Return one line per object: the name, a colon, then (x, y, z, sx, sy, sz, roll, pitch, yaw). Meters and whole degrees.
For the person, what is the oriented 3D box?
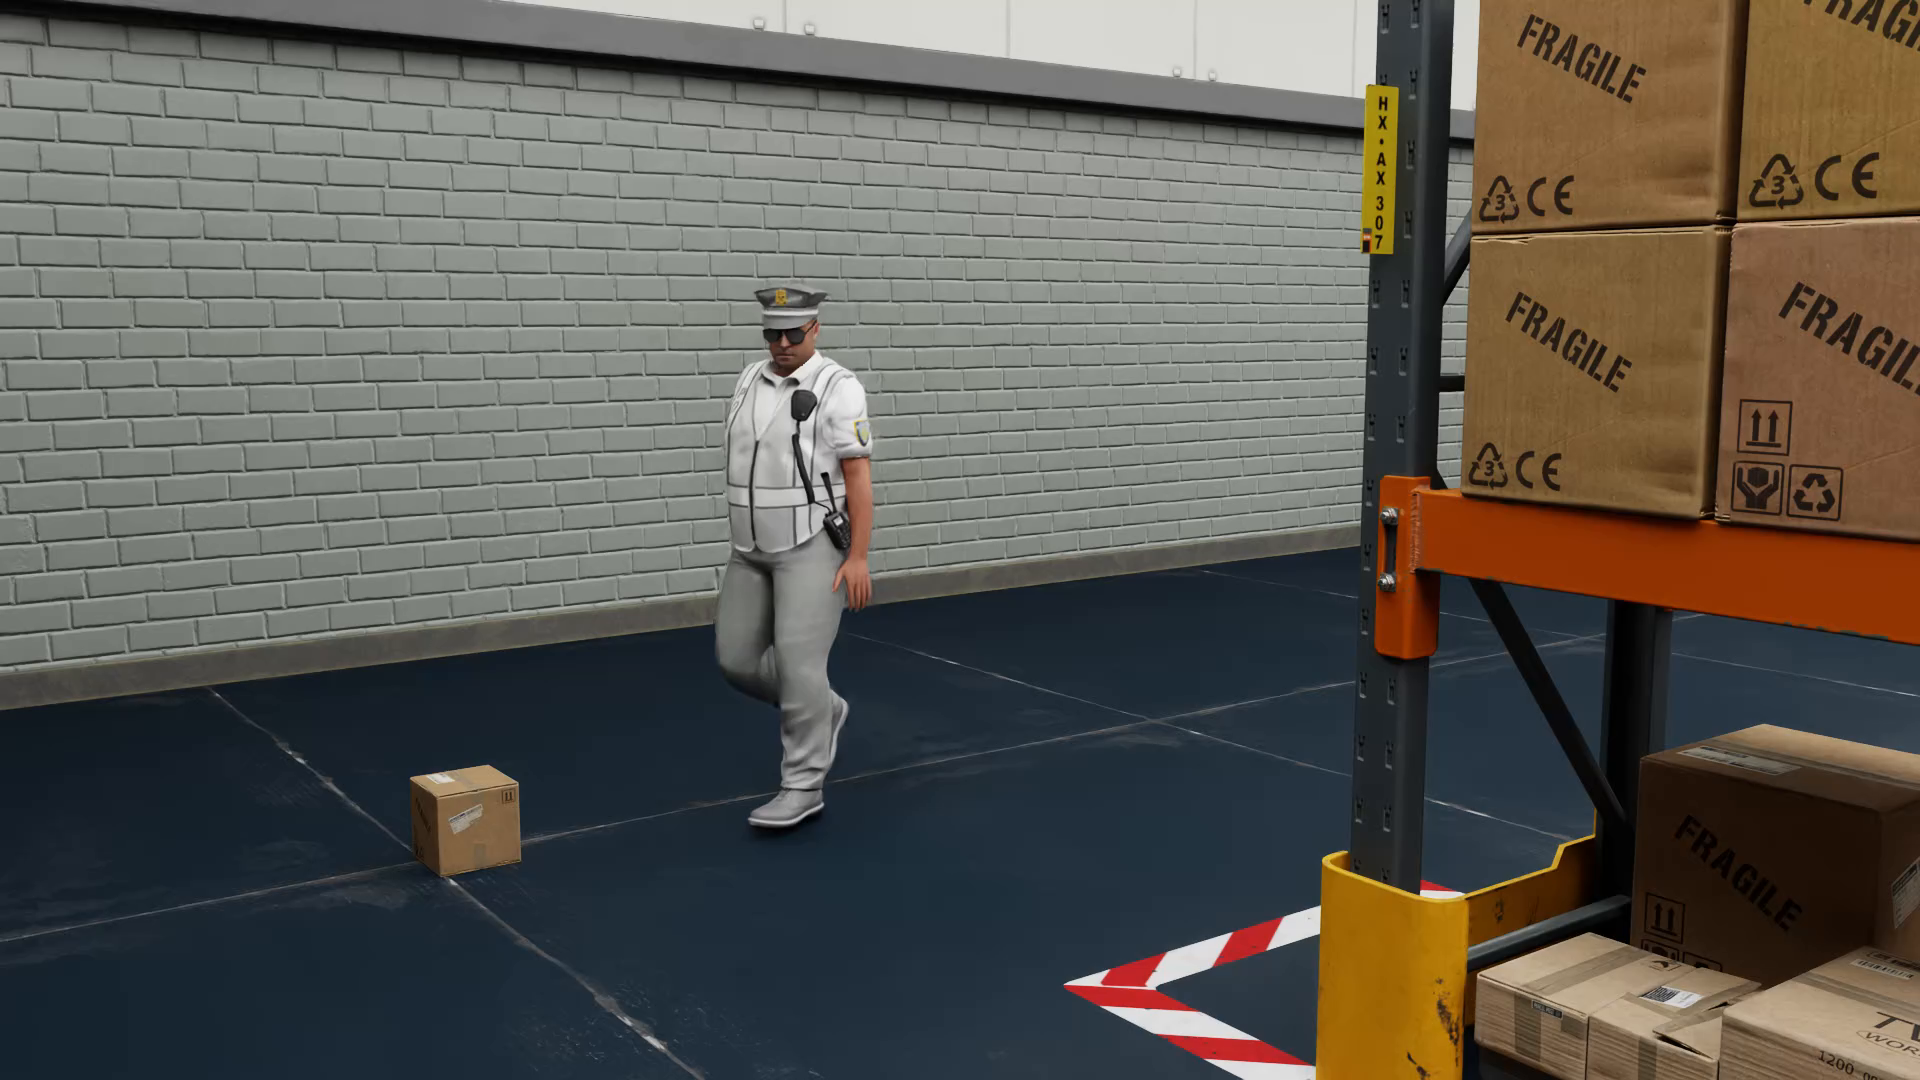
person: (-0.542, 0.026, 5.498, 0.570, 1.733, 0.676, 5, 9, 34)
